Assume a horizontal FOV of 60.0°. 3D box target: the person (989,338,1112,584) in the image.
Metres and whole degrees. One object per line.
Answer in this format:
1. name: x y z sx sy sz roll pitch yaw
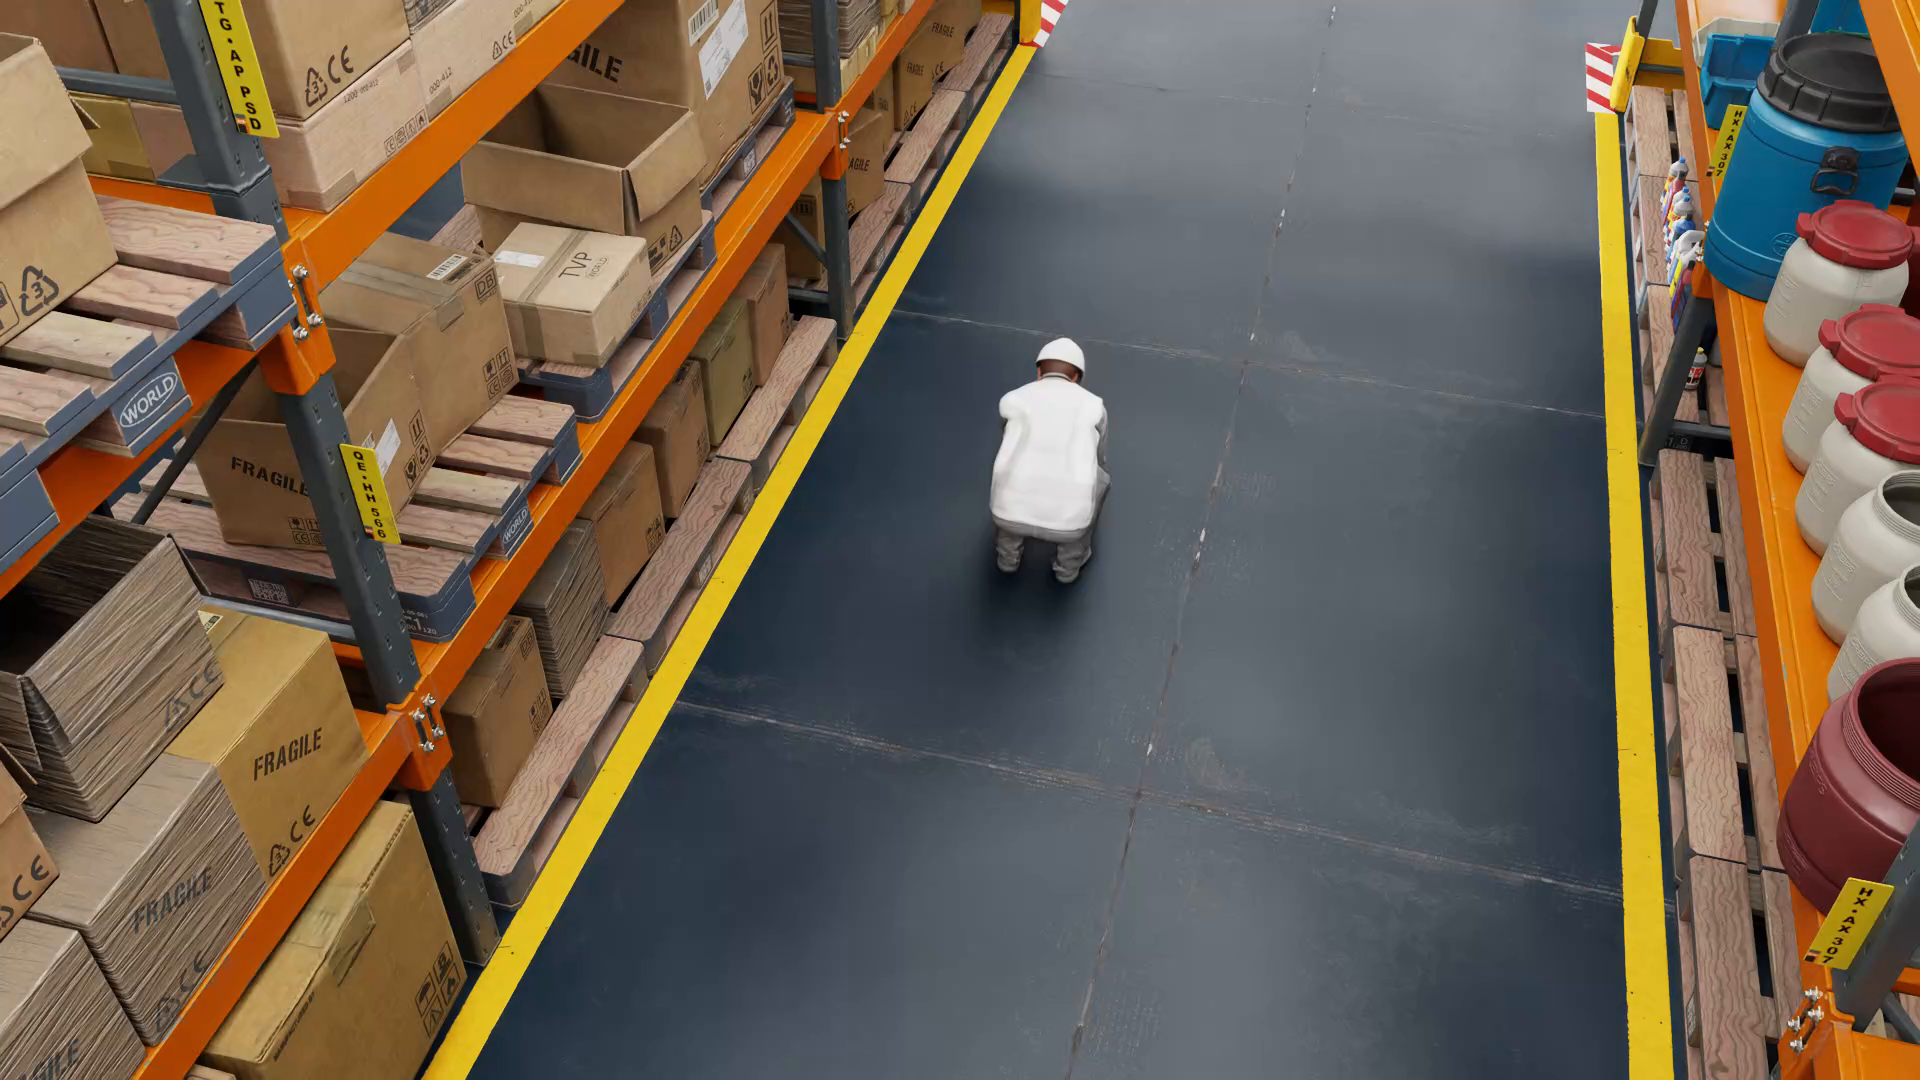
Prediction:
1. person: 0.401 -0.300 7.310 0.526 0.870 0.957 10 42 11
